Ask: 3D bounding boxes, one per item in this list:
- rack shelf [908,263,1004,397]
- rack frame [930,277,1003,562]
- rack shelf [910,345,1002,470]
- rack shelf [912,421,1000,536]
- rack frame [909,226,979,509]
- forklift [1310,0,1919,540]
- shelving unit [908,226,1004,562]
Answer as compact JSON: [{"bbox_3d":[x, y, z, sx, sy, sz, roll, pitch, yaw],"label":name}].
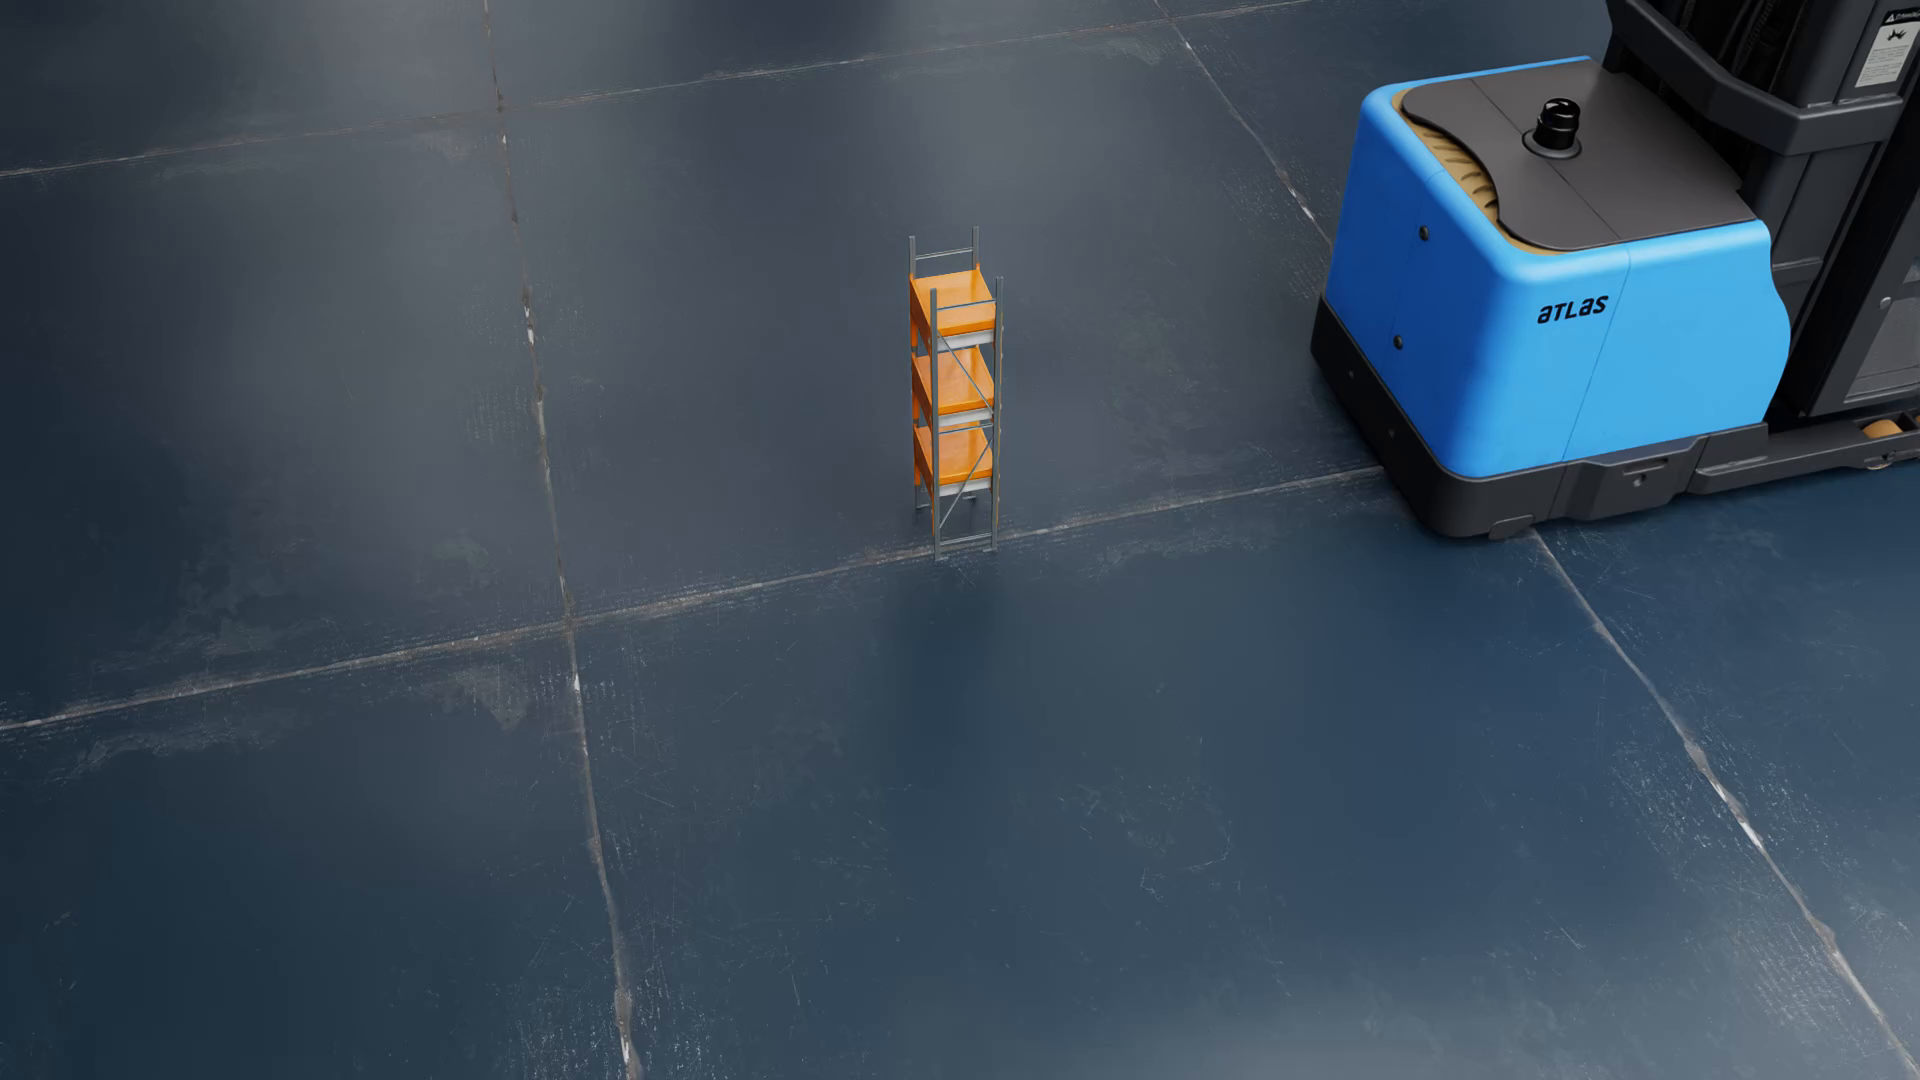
[{"bbox_3d":[-0.014,-0.596,4.716,0.215,0.259,0.240,-11,47,-10],"label":"rack shelf"},{"bbox_3d":[0.018,-0.320,4.829,0.200,1.050,0.008,-11,47,-10],"label":"rack frame"},{"bbox_3d":[-0.014,-0.397,4.919,0.215,0.259,0.240,-11,47,-10],"label":"rack shelf"},{"bbox_3d":[-0.014,-0.202,5.117,0.215,0.259,0.240,-11,47,-10],"label":"rack shelf"},{"bbox_3d":[-0.045,-0.489,4.994,0.200,1.050,0.008,-11,47,-10],"label":"rack frame"},{"bbox_3d":[2.796,-1.612,4.777,3.031,2.935,1.130,-11,47,-11],"label":"forklift"},{"bbox_3d":[-0.014,-0.404,4.911,0.215,1.050,0.252,-11,47,-10],"label":"shelving unit"}]
